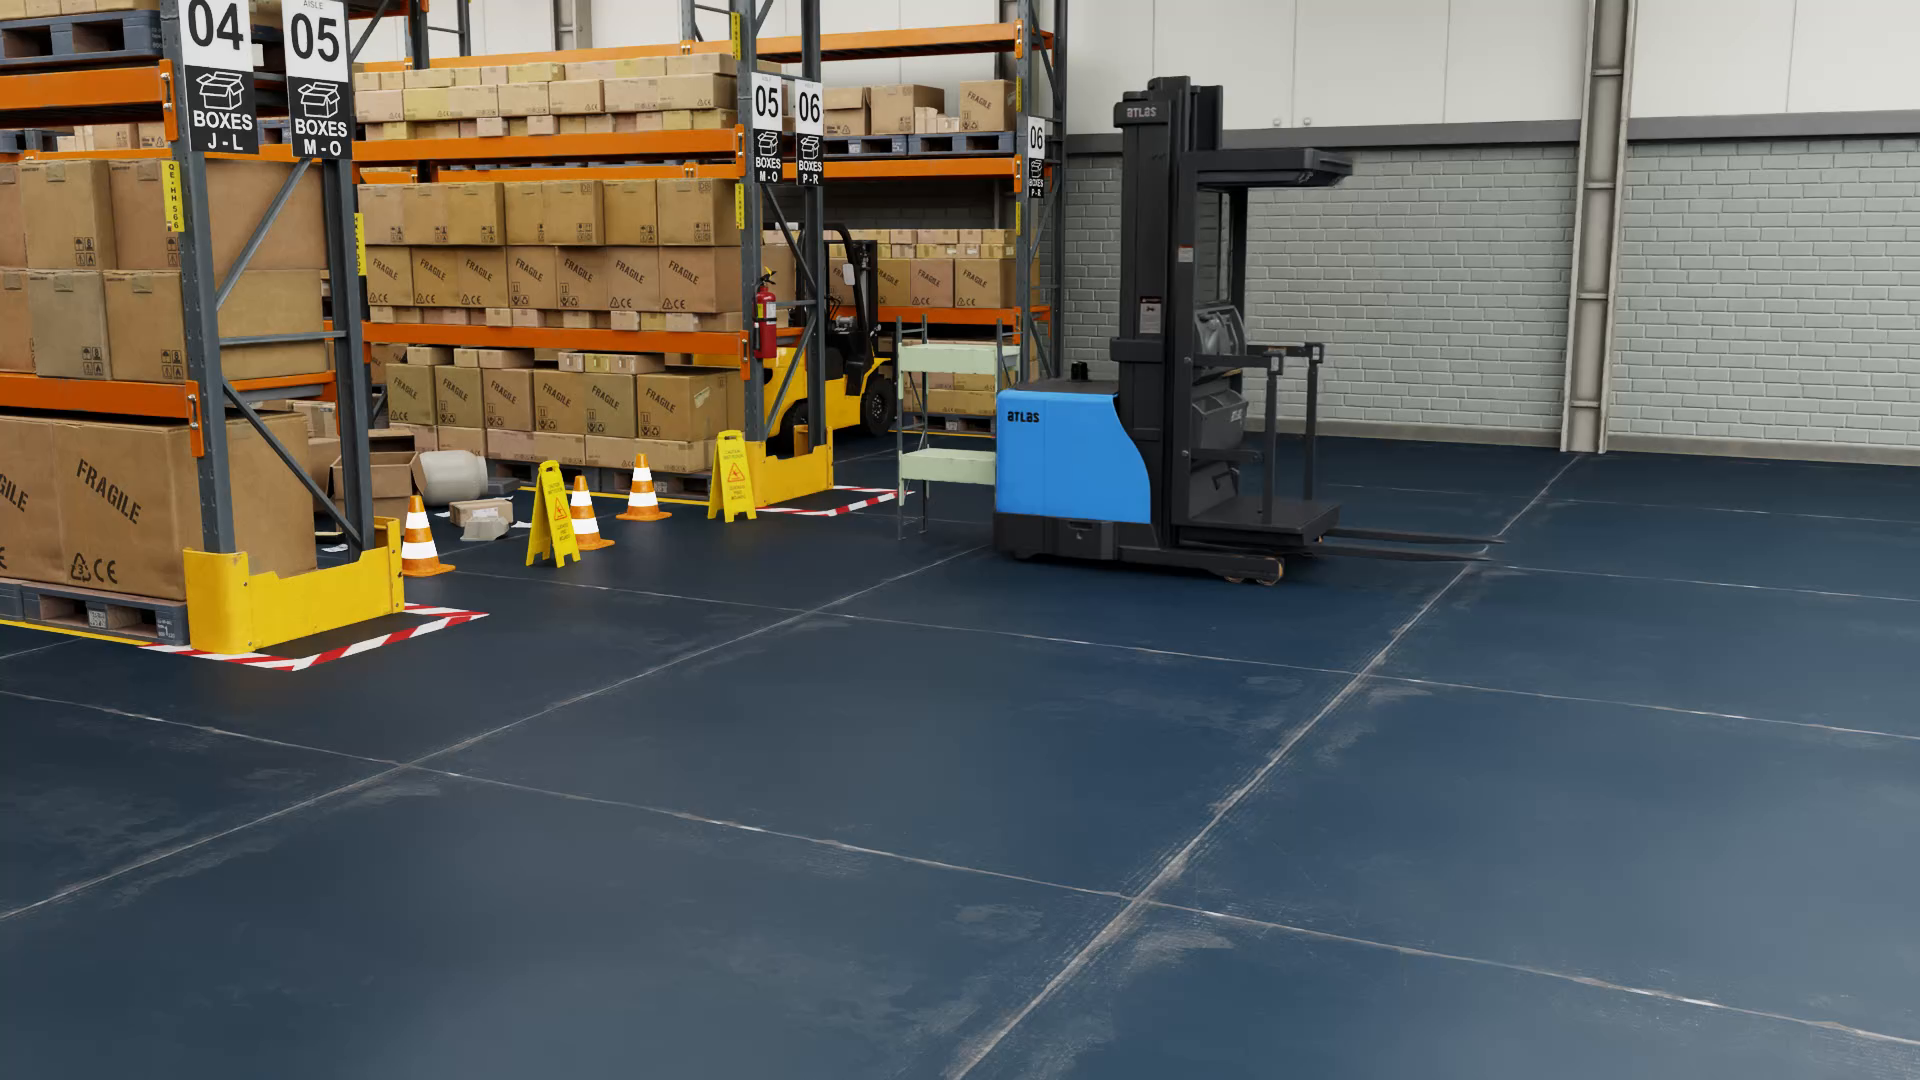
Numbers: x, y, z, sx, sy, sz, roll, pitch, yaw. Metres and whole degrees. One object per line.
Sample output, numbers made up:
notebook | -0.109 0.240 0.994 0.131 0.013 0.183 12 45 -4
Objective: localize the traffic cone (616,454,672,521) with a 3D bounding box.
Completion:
traffic cone | -2.312 -0.397 12.124 0.334 0.463 0.336 5 11 26

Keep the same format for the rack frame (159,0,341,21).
rack frame | -3.455 -3.971 7.903 0.127 3.000 1.000 5 11 26

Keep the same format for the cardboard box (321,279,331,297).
cardboard box | -5.526 -2.212 14.556 0.250 0.149 0.380 5 11 27

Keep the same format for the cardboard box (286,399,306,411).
cardboard box | -6.060 -1.143 15.324 0.625 0.372 0.950 6 12 29

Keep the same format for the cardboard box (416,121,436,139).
cardboard box | -4.291 -3.390 13.820 0.250 0.149 0.380 5 11 26

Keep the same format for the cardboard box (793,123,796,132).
cardboard box | -1.793 -4.389 17.884 0.250 0.149 0.380 5 12 28

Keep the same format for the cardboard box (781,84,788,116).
cardboard box | -1.689 -3.448 13.023 0.500 0.250 0.500 5 11 25

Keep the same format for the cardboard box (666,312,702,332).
cardboard box | -2.062 -1.691 12.858 0.250 0.149 0.380 5 11 25

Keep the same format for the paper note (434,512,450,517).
paper note | -3.780 -0.198 12.272 0.148 0.019 0.142 -10 14 -43

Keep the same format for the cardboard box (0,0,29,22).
cardboard box | -4.586 -2.659 8.324 0.250 0.149 0.380 5 11 26

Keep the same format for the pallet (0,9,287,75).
pallet | -4.125 -2.508 8.492 1.213 0.211 1.003 5 11 26

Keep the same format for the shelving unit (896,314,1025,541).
shelving unit | 0.006 -0.737 11.094 0.755 1.500 0.431 5 11 26

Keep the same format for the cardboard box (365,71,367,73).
cardboard box | -5.741 -4.135 15.071 0.500 0.250 0.500 5 11 25

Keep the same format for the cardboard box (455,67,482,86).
cardboard box | -3.857 -3.726 13.438 0.250 0.149 0.380 5 11 24

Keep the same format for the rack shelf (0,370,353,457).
rack shelf | -5.249 -0.822 9.372 4.000 0.370 1.077 5 11 26

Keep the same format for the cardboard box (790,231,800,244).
cardboard box | -1.658 -3.290 18.050 0.250 0.149 0.380 5 11 25

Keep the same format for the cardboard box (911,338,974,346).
cardboard box | -0.174 -1.982 17.492 0.500 0.250 0.500 5 12 27

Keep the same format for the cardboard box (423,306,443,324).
cardboard box | -4.301 -1.905 14.040 0.250 0.149 0.380 5 11 26

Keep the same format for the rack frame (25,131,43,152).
rack frame | -8.530 -2.448 16.332 0.127 3.000 1.000 5 11 26

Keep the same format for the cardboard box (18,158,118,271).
cardboard box | -4.305 -1.688 8.681 0.550 0.550 0.875 5 11 26

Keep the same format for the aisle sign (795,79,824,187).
aisle sign | -1.163 -3.141 12.864 0.004 0.787 0.394 5 11 26

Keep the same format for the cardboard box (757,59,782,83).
cardboard box | -1.584 -3.623 12.868 0.250 0.149 0.380 5 11 25

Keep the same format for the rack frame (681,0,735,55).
rack frame | -2.750 -5.878 18.438 0.127 3.000 1.000 5 11 26

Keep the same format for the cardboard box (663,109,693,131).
cardboard box | -2.037 -3.168 12.592 0.250 0.149 0.380 5 11 26

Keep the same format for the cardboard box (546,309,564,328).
cardboard box | -3.148 -1.813 13.528 0.250 0.149 0.380 5 11 26

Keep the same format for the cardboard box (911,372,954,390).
cardboard box | -0.183 -1.740 17.558 0.500 0.250 0.500 5 11 25

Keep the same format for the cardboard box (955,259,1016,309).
cardboard box | 0.280 -2.656 17.205 0.500 0.500 0.500 5 11 25

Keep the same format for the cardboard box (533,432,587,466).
cardboard box | -3.132 -0.774 13.627 0.500 0.250 0.500 5 11 24

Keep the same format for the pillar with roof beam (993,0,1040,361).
pillar with roof beam | -1.293 -5.074 13.996 0.400 9.000 9.100 5 11 26

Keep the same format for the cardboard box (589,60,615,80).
cardboard box | -2.662 -3.634 12.930 0.250 0.149 0.380 5 11 26

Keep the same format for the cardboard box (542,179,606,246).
cardboard box | -2.864 -2.575 13.113 0.500 0.500 0.700 5 11 25

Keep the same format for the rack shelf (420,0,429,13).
rack shelf | -3.149 -4.571 13.250 4.000 0.370 1.077 5 11 26

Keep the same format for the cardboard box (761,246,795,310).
cardboard box | -1.658 -2.095 13.265 0.500 0.500 0.500 5 11 25

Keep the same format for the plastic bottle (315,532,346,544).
plastic bottle | -4.276 -0.015 11.140 0.283 0.061 0.133 1 10 6

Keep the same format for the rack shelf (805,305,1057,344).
rack shelf | -0.956 -2.414 18.166 4.000 0.370 1.077 5 11 26

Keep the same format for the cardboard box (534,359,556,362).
cardboard box | -3.837 -1.312 14.491 0.500 0.500 0.500 5 12 27

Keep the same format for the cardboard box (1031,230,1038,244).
cardboard box | 0.631 -3.186 17.473 0.250 0.149 0.380 5 11 25

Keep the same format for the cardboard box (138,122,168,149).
cardboard box | -7.149 -3.859 15.417 0.637 0.503 0.797 5 11 26

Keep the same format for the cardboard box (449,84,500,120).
cardboard box | -3.759 -3.522 13.431 0.500 0.250 0.500 5 11 26

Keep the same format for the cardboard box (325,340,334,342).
cardboard box | -8.069 -2.644 21.435 0.250 0.149 0.380 4 11 23

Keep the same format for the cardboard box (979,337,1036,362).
cardboard box | 0.490 -2.024 17.726 0.500 0.250 0.500 5 11 25

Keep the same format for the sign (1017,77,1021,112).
sign | 0.585 -4.398 16.419 0.005 0.325 0.100 5 11 26

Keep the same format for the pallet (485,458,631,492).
pallet | -3.227 -0.617 14.048 1.213 0.211 1.003 5 11 26

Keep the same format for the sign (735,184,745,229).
sign | -1.619 -2.456 12.237 0.005 0.325 0.100 5 11 26

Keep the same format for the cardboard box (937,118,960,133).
cardboard box | -0.040 -4.235 17.033 0.250 0.149 0.380 5 11 24

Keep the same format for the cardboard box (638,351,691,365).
cardboard box | -3.223 -2.003 19.364 0.625 0.625 0.875 6 12 28

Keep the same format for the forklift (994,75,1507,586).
forklift | 1.771 -1.283 10.087 3.031 2.935 1.130 5 11 25

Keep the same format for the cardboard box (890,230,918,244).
cardboard box | -0.532 -3.185 17.467 0.250 0.149 0.380 5 12 27

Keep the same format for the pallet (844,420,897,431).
pallet | -0.957 -1.388 18.308 1.213 0.211 1.003 5 11 26

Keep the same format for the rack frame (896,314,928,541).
rack frame | -0.322 -0.766 11.253 0.023 1.500 0.400 5 11 26

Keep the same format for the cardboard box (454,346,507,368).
cardboard box | -3.986 -1.525 13.849 0.250 0.149 0.380 6 12 28

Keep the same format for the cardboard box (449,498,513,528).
cardboard box | -3.424 -0.195 11.891 0.380 0.149 0.250 -7 12 -33

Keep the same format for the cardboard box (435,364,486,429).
cardboard box | -4.048 -1.225 14.014 0.500 0.500 0.500 6 12 28

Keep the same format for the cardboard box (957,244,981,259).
cardboard box | 0.160 -2.977 17.153 0.250 0.149 0.380 5 12 27

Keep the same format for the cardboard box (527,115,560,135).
cardboard box | -3.197 -3.267 13.142 0.250 0.149 0.380 5 11 25

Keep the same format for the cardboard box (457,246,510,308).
cardboard box | -3.767 -2.171 13.690 0.500 0.500 0.500 5 11 25

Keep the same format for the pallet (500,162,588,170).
pallet | -4.685 -4.497 19.763 1.213 0.211 1.003 6 12 28
